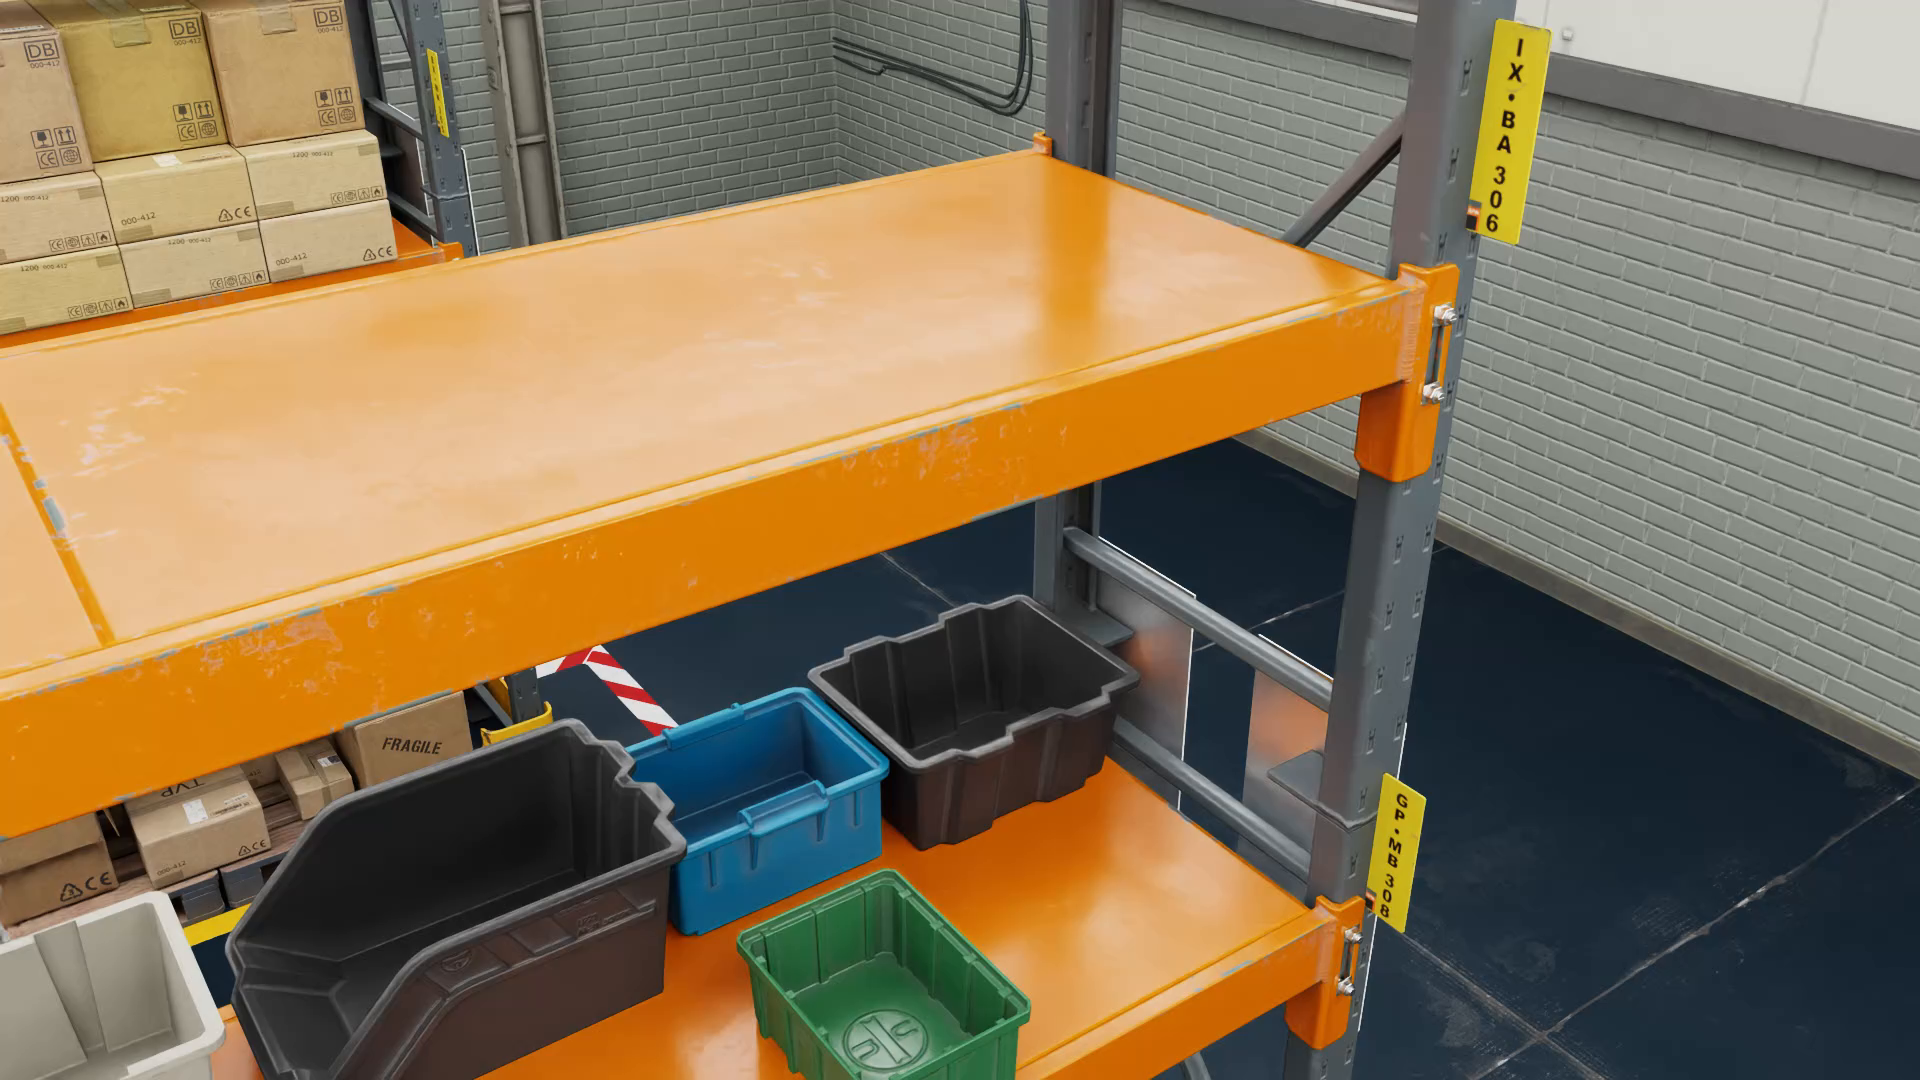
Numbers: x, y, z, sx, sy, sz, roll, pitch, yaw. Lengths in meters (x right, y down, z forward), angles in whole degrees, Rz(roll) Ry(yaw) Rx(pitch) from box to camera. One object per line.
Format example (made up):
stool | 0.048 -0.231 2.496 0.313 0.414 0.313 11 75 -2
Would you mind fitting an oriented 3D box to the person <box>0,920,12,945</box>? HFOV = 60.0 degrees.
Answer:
person | -3.530 1.570 5.717 0.982 1.718 0.538 -16 32 -27
